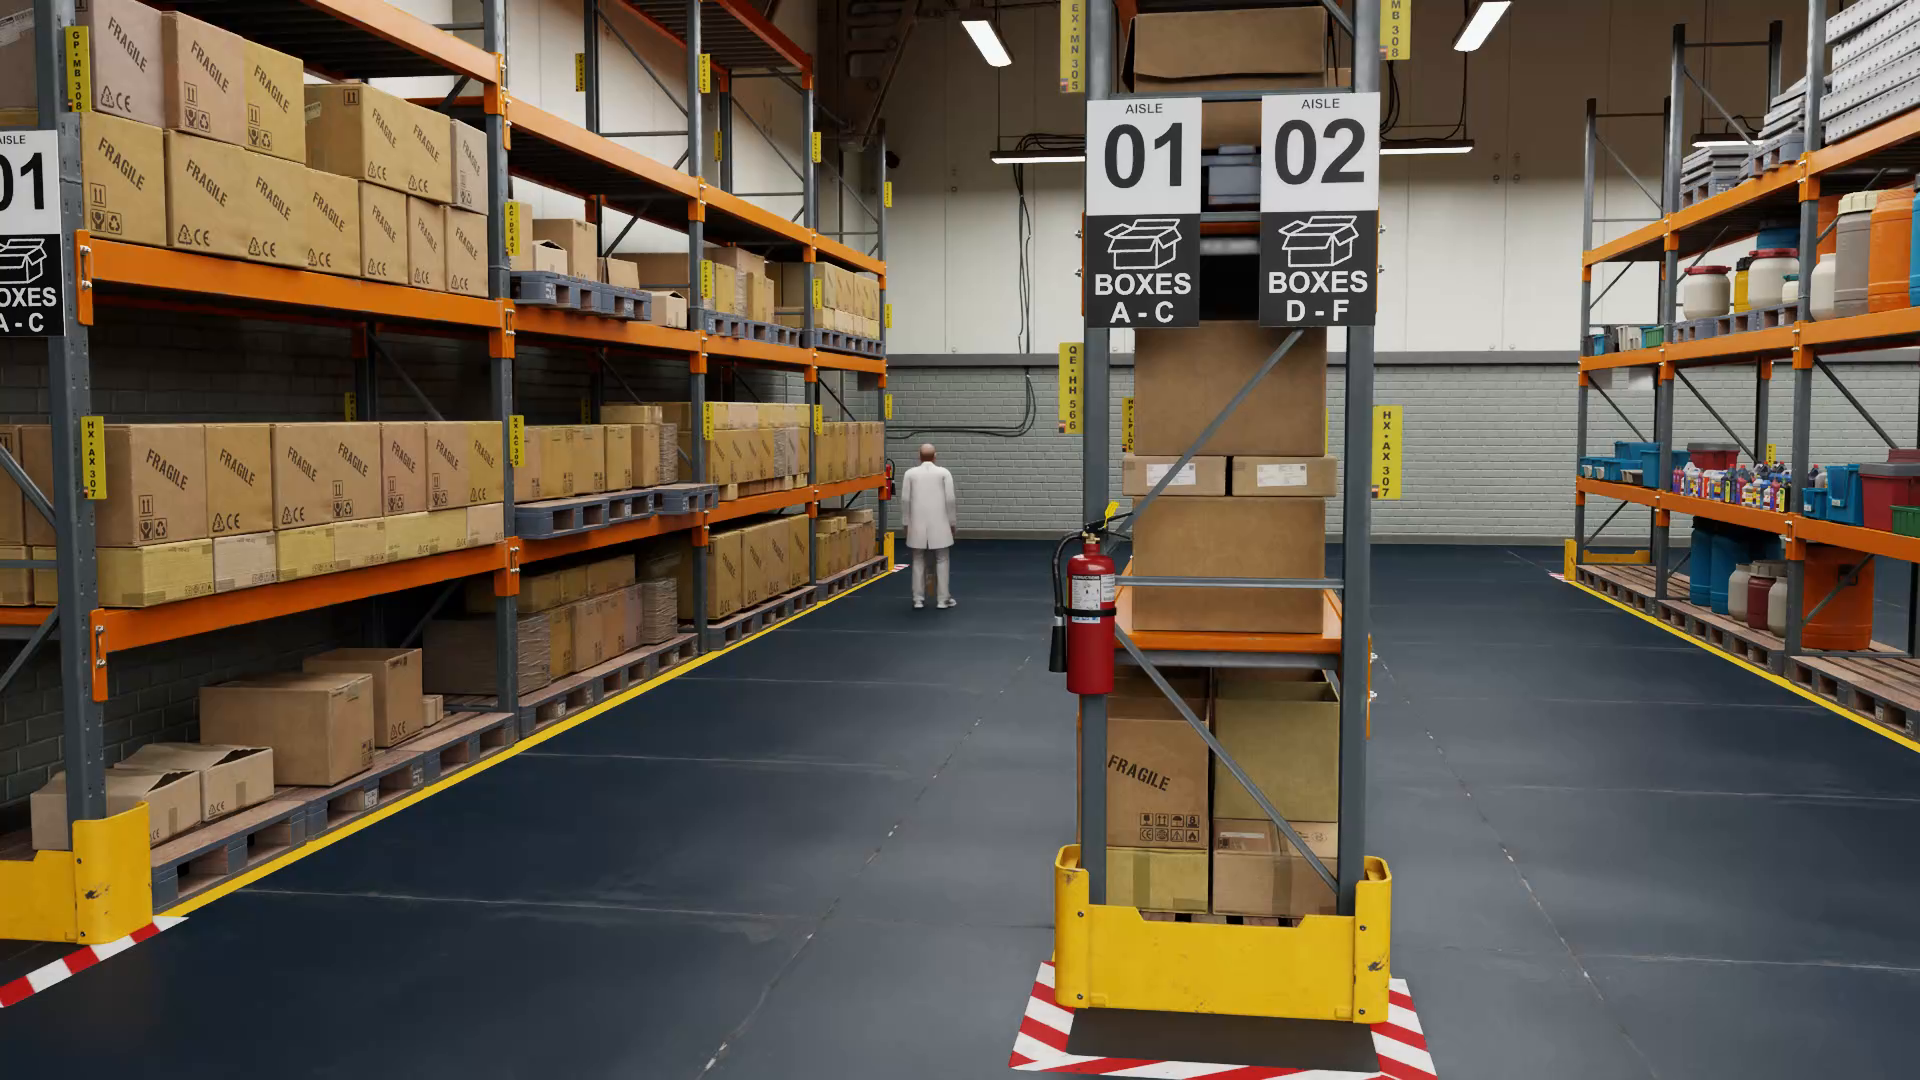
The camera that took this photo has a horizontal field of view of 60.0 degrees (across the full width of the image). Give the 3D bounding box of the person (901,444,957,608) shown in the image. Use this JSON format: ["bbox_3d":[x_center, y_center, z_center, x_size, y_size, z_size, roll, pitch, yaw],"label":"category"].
[{"bbox_3d":[-0.339,-0.153,18.083,0.612,1.775,0.426,1,4,7],"label":"person"}]
